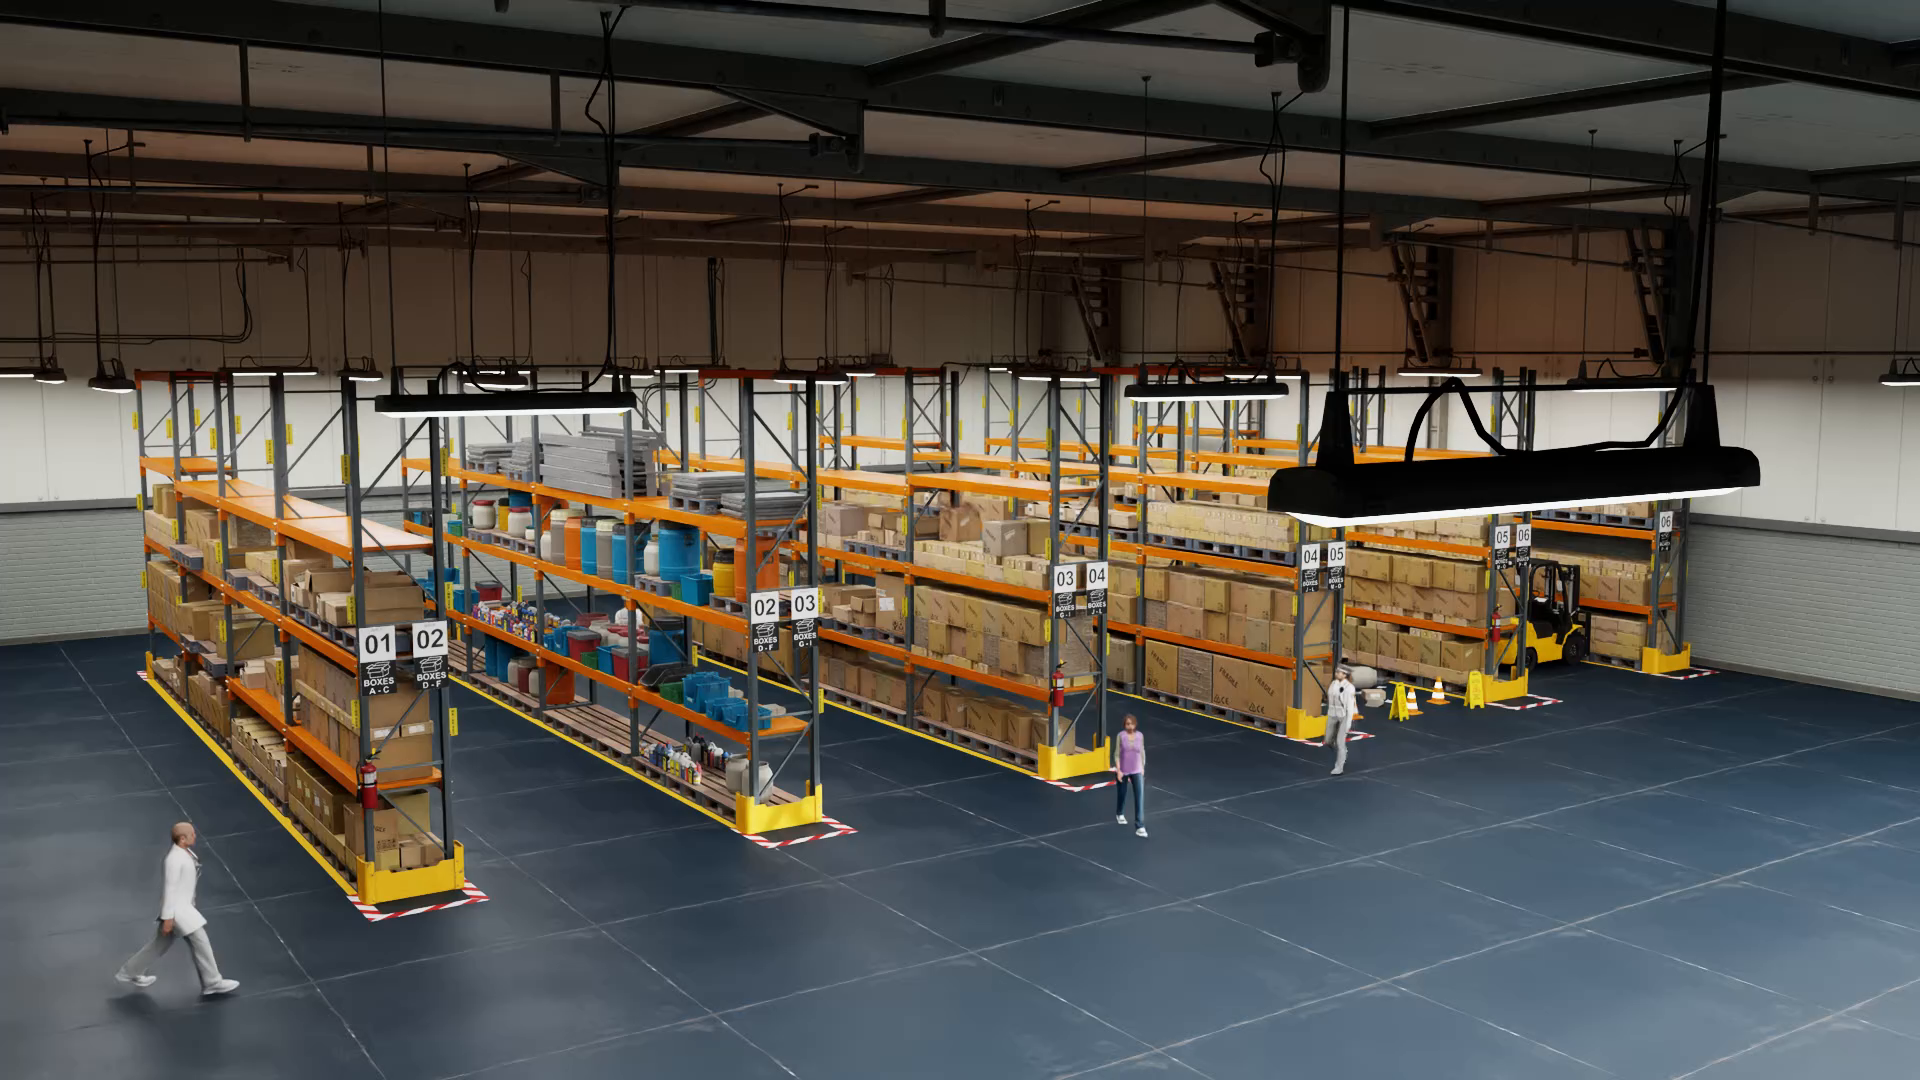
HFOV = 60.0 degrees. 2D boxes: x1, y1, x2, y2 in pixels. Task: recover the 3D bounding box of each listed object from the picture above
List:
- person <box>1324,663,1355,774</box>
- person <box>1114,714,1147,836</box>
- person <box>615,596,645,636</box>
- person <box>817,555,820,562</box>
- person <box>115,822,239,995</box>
[{"bbox_3d":[5.739,2.662,25.012,0.461,1.679,0.512,6,9,42],"label":"person"},{"bbox_3d":[2.253,3.086,22.002,0.433,1.545,0.844,0,6,4],"label":"person"},{"bbox_3d":[-6.241,1.915,31.448,0.573,1.758,0.516,0,6,1],"label":"person"},{"bbox_3d":[-3.624,0.747,42.049,0.493,1.680,0.440,5,8,35],"label":"person"},{"bbox_3d":[-7.745,3.631,16.393,1.187,1.722,0.608,-1,7,-12],"label":"person"}]
